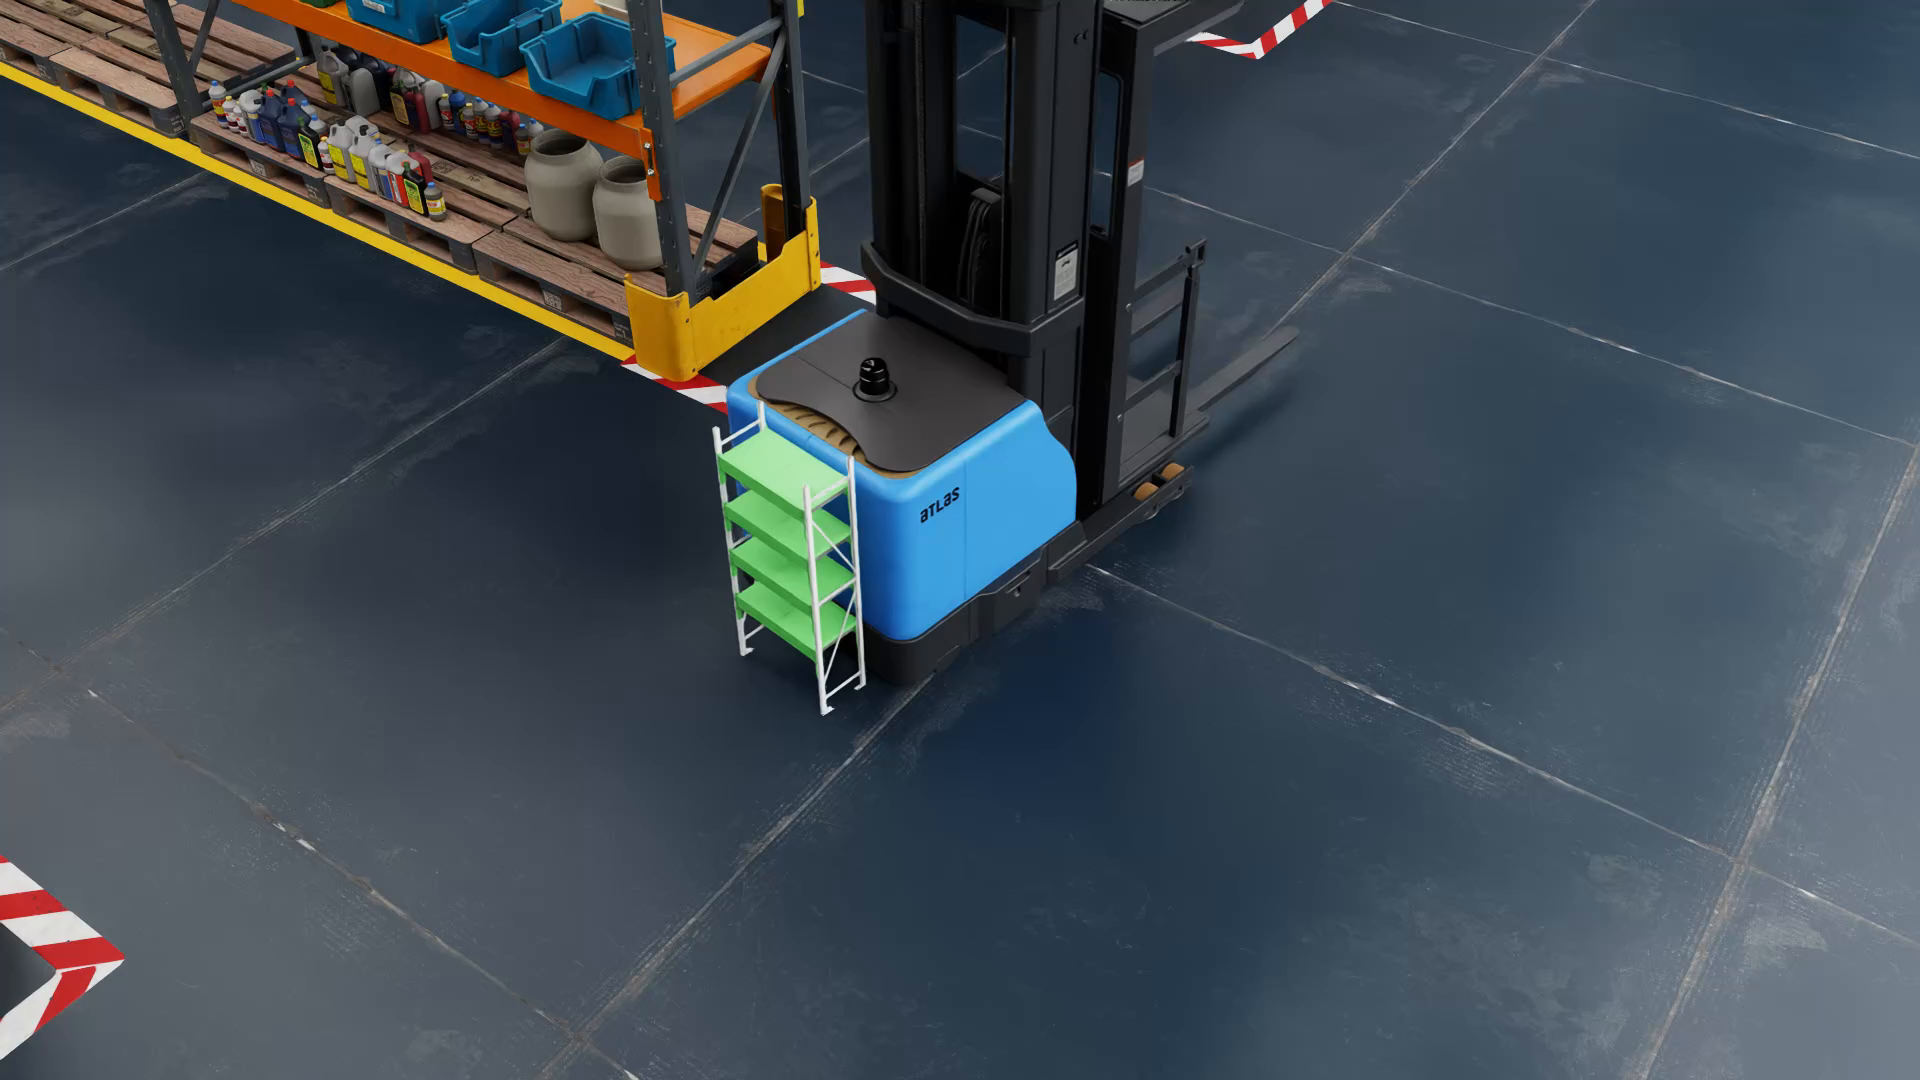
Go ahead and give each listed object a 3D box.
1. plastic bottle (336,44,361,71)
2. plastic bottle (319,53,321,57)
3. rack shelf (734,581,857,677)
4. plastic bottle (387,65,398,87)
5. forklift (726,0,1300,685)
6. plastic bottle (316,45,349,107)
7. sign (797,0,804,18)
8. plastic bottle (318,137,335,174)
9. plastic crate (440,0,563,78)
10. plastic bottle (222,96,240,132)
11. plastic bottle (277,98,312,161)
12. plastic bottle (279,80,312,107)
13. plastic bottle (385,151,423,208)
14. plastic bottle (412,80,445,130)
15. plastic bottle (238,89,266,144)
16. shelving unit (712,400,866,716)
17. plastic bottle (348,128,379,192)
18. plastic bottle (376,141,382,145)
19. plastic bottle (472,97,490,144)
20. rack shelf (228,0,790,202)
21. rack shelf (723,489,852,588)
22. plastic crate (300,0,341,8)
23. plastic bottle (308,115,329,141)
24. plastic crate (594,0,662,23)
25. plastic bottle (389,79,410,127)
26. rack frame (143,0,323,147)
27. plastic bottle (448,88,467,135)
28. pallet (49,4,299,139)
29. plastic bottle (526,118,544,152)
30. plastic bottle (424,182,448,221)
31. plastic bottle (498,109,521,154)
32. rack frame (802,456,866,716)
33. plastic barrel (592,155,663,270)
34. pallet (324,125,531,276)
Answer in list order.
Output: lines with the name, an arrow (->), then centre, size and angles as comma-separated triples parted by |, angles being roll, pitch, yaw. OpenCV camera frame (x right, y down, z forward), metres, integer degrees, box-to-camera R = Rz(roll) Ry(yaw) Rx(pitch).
plastic bottle -> -3.699, -2.894, 10.140 | 0.185, 0.351, 0.144 | 24, 47, 24
plastic bottle -> -3.916, -2.959, 10.324 | 0.097, 0.201, 0.097 | 0, 42, 0
rack shelf -> -0.652, 0.317, 6.700 | 0.480, 0.148, 0.258 | 32, 51, 31
plastic bottle -> -3.385, -2.756, 10.036 | 0.133, 0.283, 0.061 | 28, 49, 28
forklift -> 0.430, -1.398, 6.863 | 1.130, 2.935, 3.031 | 32, 51, 31
plastic bottle -> -3.782, -2.816, 10.052 | 0.185, 0.351, 0.144 | 25, 48, 25
sign -> -0.798, -2.677, 8.033 | 0.005, 0.325, 0.100 | 25, 48, 25
plastic bottle -> -3.597, -2.199, 9.475 | 0.097, 0.201, 0.097 | 0, 42, 0
plastic crate -> -2.227, -2.500, 8.154 | 0.408, 0.251, 0.499 | 25, 48, 25
plastic bottle -> -4.300, -2.528, 9.842 | 0.097, 0.201, 0.097 | 0, 42, 0
plastic bottle -> -3.815, -2.376, 9.560 | 0.185, 0.351, 0.144 | 23, 47, 24
plastic bottle -> -3.887, -2.527, 9.729 | 0.185, 0.351, 0.144 | 25, 48, 25
plastic bottle -> -3.063, -1.999, 9.196 | 0.135, 0.276, 0.152 | 25, 48, 26
plastic bottle -> -3.147, -2.605, 9.873 | 0.135, 0.276, 0.152 | 26, 48, 26
plastic bottle -> -4.103, -2.486, 9.739 | 0.135, 0.276, 0.152 | 27, 48, 27
shelving unit -> -0.652, 0.090, 6.498 | 0.503, 1.200, 0.258 | 32, 51, 31
plastic bottle -> -3.315, -2.142, 9.299 | 0.185, 0.351, 0.144 | 27, 48, 27
plastic bottle -> -3.281, -2.169, 9.441 | 0.097, 0.201, 0.097 | 0, 42, 0
plastic bottle -> -2.785, -2.456, 9.710 | 0.097, 0.271, 0.097 | 0, 42, 0
rack shelf -> -2.755, -2.773, 8.887 | 4.000, 0.370, 1.077 | 25, 48, 25
rack shelf -> -0.652, -0.041, 6.380 | 0.480, 0.148, 0.258 | 32, 51, 31
plastic crate -> -3.443, -3.054, 8.821 | 0.662, 0.188, 0.450 | 25, 48, 25
plastic bottle -> -3.673, -2.310, 9.547 | 0.097, 0.271, 0.097 | 0, 42, 0
plastic crate -> -1.665, -2.695, 8.459 | 0.250, 0.136, 0.298 | 25, 48, 25
plastic bottle -> -3.316, -2.606, 9.869 | 0.133, 0.283, 0.061 | 25, 48, 25
rack frame -> -4.392, -3.807, 9.503 | 0.127, 3.000, 1.000 | 25, 48, 25
plastic bottle -> -2.951, -2.534, 9.797 | 0.097, 0.271, 0.097 | 0, 42, 0
pallet -> -5.057, -3.047, 10.745 | 1.213, 0.211, 1.003 | 25, 48, 25
plastic bottle -> -2.423, -2.287, 9.521 | 0.097, 0.271, 0.097 | 0, 42, 0
plastic bottle -> -2.873, -1.860, 9.096 | 0.097, 0.201, 0.097 | 0, 42, 0
plastic bottle -> -2.598, -2.388, 9.625 | 0.133, 0.283, 0.061 | 26, 48, 26
rack frame -> -0.474, 0.201, 6.373 | 0.015, 1.200, 0.240 | 32, 51, 31
plastic barrel -> -1.700, -1.715, 8.716 | 0.421, 0.512, 0.421 | 0, 42, 0
pallet -> -2.863, -2.021, 9.599 | 1.213, 0.211, 1.003 | 25, 48, 25
